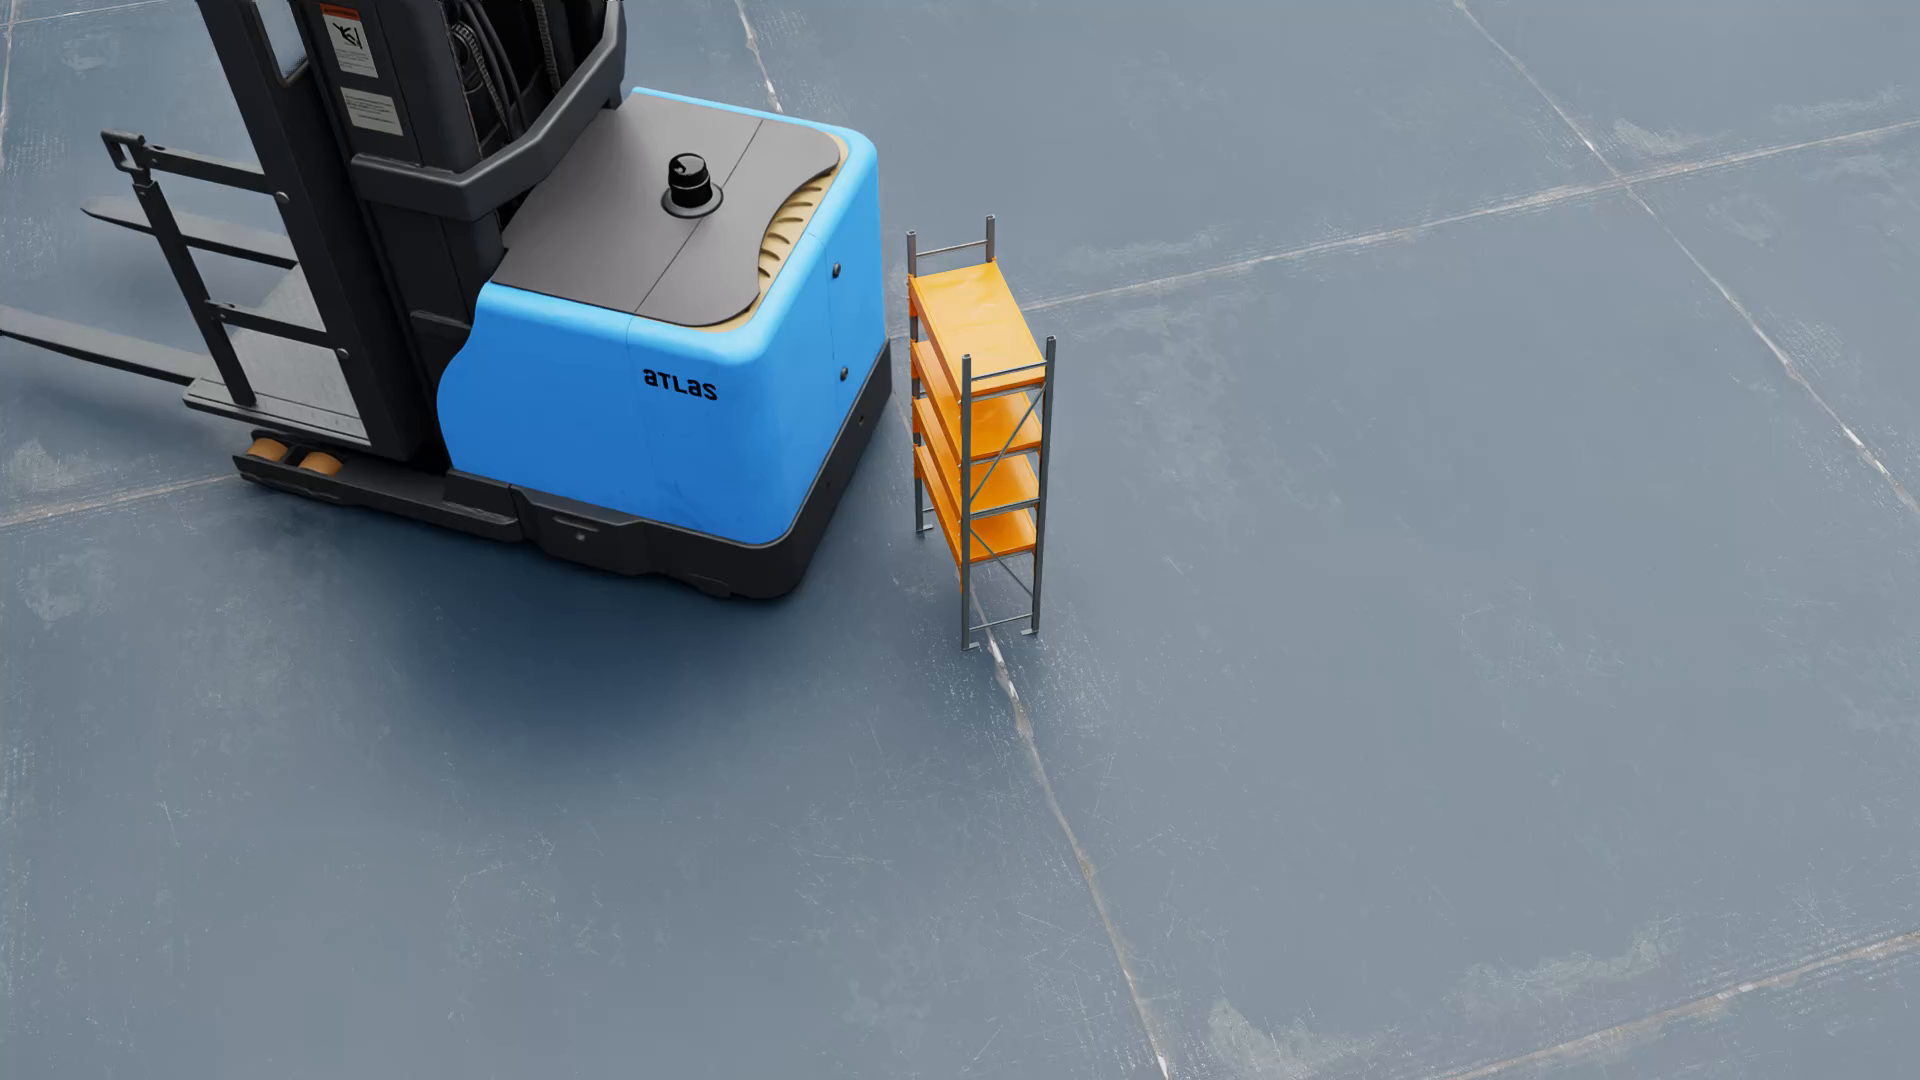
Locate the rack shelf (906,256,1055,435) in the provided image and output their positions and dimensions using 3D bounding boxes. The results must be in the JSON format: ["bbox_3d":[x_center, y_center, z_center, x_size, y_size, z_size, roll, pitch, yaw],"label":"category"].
[{"bbox_3d":[0.049,-0.519,4.389,0.258,0.148,0.480,-13,51,-11],"label":"rack shelf"}]

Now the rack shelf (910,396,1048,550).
[{"bbox_3d":[0.049,-0.222,4.741,0.258,0.148,0.480,-13,51,-11],"label":"rack shelf"}]

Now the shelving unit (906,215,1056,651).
[{"bbox_3d":[0.049,-0.266,4.689,0.258,1.200,0.503,-13,51,-11],"label":"shelving unit"}]

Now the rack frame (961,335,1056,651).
[{"bbox_3d":[0.121,-0.088,4.539,0.240,1.200,0.015,-13,51,-11],"label":"rack frame"}]

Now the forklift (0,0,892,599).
[{"bbox_3d":[-1.803,-1.437,4.544,3.031,2.935,1.130,14,51,11],"label":"forklift"}]

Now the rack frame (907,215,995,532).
[{"bbox_3d":[-0.023,-0.444,4.840,0.240,1.200,0.015,-13,51,-11],"label":"rack frame"}]

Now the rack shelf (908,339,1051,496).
[{"bbox_3d":[0.049,-0.367,4.570,0.258,0.148,0.480,-13,51,-11],"label":"rack shelf"}]

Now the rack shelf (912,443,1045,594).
[{"bbox_3d":[0.049,-0.094,4.893,0.258,0.148,0.480,-13,51,-11],"label":"rack shelf"}]
